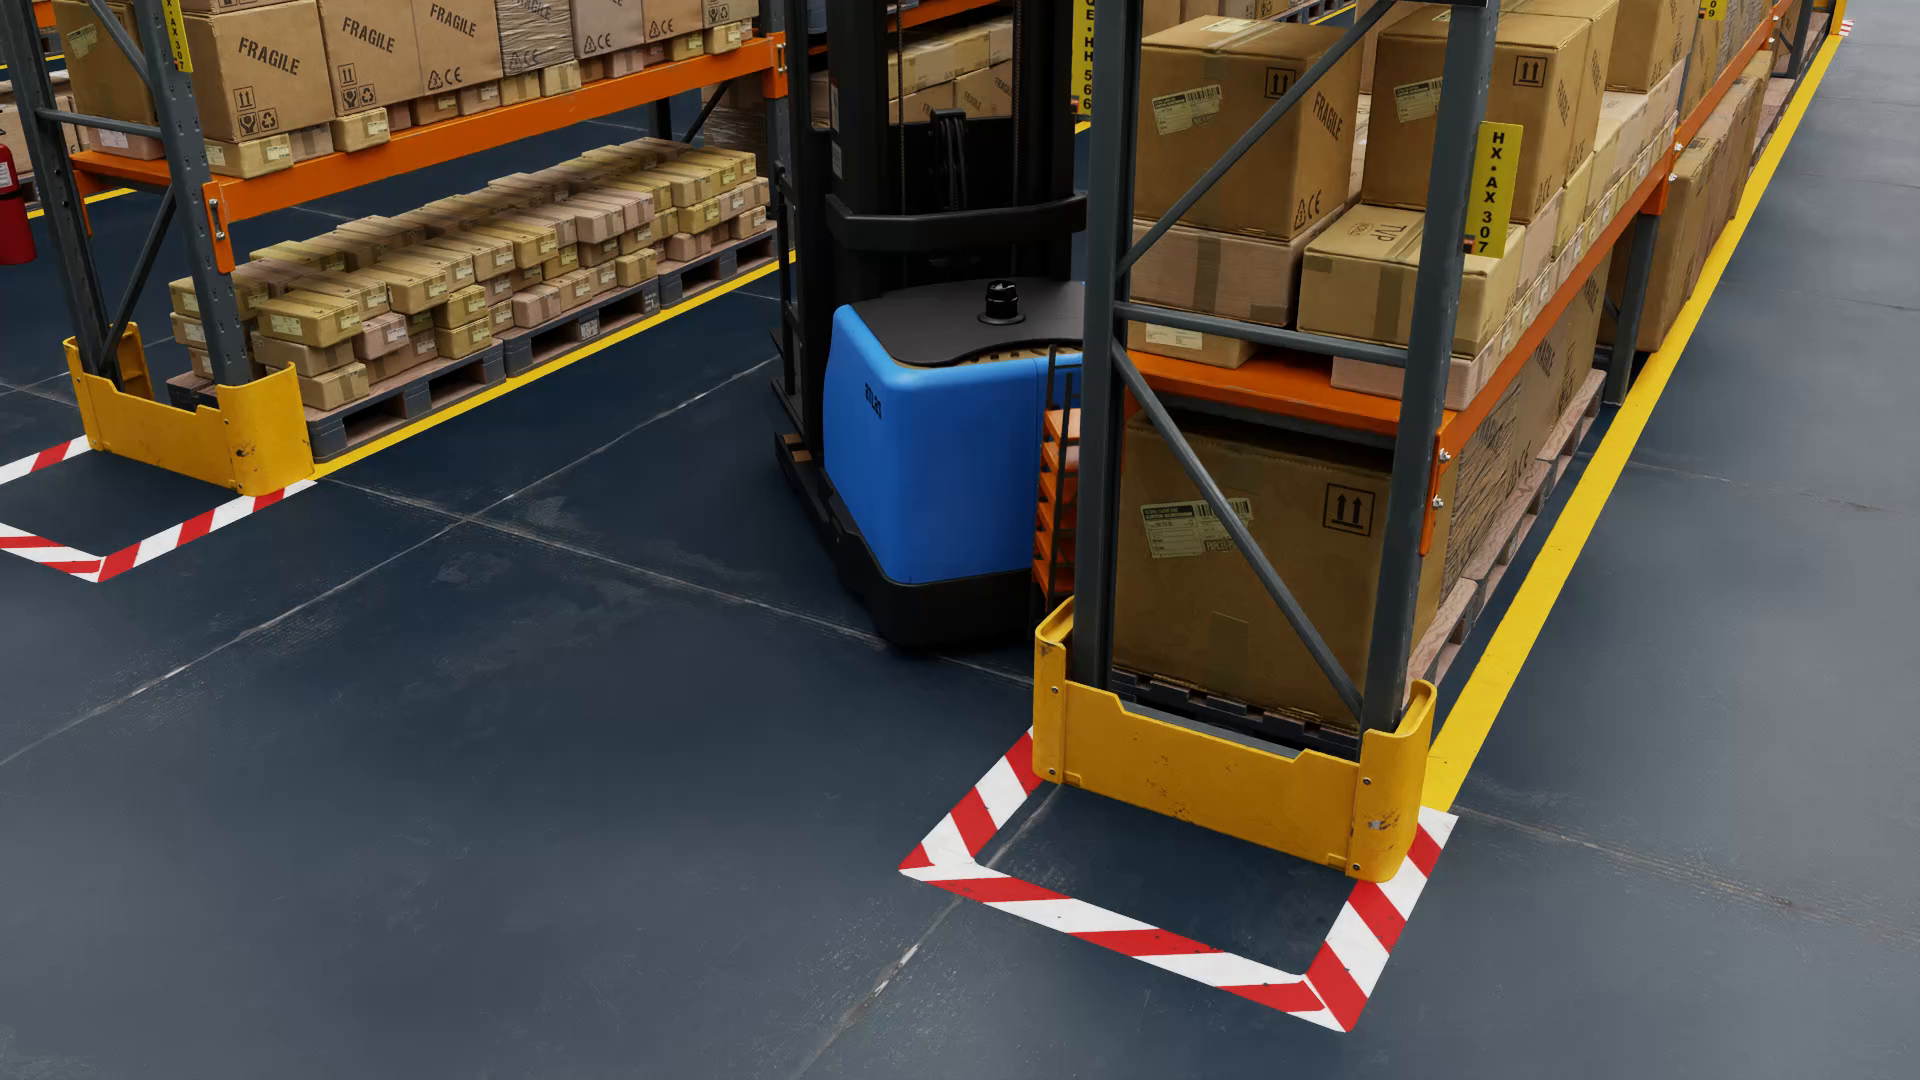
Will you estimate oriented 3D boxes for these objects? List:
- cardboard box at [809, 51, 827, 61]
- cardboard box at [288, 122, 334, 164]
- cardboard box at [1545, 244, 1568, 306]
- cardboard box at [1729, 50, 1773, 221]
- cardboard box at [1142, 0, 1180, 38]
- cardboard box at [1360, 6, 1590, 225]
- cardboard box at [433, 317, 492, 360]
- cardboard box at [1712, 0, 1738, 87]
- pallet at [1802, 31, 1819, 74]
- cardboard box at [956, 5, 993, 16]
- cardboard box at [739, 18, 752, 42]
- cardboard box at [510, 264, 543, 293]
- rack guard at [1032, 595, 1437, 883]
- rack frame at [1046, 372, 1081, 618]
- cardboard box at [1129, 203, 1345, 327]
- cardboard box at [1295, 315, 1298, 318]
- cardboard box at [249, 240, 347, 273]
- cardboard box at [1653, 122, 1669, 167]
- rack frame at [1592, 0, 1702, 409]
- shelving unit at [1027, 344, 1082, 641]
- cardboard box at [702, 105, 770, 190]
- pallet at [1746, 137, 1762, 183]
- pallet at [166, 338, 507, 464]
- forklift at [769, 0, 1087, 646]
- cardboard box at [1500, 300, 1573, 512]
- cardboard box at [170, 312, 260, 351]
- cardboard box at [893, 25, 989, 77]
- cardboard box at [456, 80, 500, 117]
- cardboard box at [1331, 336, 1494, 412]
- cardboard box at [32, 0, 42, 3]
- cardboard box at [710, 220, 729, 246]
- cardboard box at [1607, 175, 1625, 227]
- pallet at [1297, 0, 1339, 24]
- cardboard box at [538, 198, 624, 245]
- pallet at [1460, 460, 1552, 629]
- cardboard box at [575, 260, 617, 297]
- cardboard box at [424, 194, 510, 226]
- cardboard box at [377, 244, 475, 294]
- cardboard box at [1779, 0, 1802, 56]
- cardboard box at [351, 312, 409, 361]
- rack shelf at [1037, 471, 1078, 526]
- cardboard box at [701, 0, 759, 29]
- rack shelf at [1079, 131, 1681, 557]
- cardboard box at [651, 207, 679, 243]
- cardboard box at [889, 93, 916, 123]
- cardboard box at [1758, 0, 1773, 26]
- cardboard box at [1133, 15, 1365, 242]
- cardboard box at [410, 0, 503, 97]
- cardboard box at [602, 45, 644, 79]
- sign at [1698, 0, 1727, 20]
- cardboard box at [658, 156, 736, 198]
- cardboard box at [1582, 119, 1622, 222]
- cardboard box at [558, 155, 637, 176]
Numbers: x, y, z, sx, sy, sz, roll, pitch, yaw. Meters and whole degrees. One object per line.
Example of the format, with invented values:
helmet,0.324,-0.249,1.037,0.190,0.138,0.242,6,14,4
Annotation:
cardboard box,-1.079,-3.188,11.253,0.500,0.250,0.500,16,31,28
cardboard box,-2.924,-1.731,7.137,0.380,0.149,0.250,15,30,28
cardboard box,1.777,-0.903,5.484,0.380,0.149,0.250,14,30,25
cardboard box,4.389,-2.640,10.577,1.225,0.875,0.875,13,29,24
cardboard box,1.283,-4.539,14.511,1.050,0.750,0.750,15,30,27
cardboard box,1.528,-1.273,4.939,0.500,0.500,0.500,13,30,25
cardboard box,-2.526,-1.021,8.154,0.380,0.149,0.250,15,30,27
cardboard box,3.716,-2.668,8.617,0.500,0.500,0.500,13,30,25
pallet,7.613,-4.725,15.954,1.003,0.211,1.213,14,30,26
cardboard box,-0.072,-3.988,12.852,0.500,0.250,0.500,13,29,24
cardboard box,-1.427,-2.964,9.601,0.380,0.149,0.250,14,30,26
cardboard box,-2.383,-1.399,8.576,0.380,0.149,0.250,16,31,29
rack guard,0.799,0.578,5.036,1.175,0.500,0.348,14,30,26
rack frame,0.423,-0.037,5.497,0.240,1.200,0.006,-6,36,-12
cardboard box,0.818,-0.862,4.957,0.500,0.250,0.500,14,30,25
cardboard box,0.951,-0.848,5.373,0.380,0.149,0.250,14,30,26
cardboard box,-3.228,-1.336,8.119,0.380,0.149,0.250,13,30,25
cardboard box,2.787,-1.704,7.083,0.380,0.149,0.250,15,30,27
rack frame,2.779,-2.108,7.610,1.000,3.000,0.127,14,30,26
shelving unit,0.402,-0.089,5.569,0.258,1.200,0.189,-6,36,-12
cardboard box,-1.345,-2.653,11.023,0.500,0.500,0.500,14,30,25
pallet,5.132,-2.724,11.956,1.003,0.211,1.213,14,30,26
pallet,-2.990,-0.772,8.056,1.003,0.211,1.213,14,30,26
forklift,-0.185,-1.578,6.628,1.130,2.935,3.031,-8,28,-15
cardboard box,1.942,-0.755,6.812,0.875,0.875,0.875,14,30,26
cardboard box,-3.447,-0.995,7.770,0.380,0.149,0.250,13,30,25
cardboard box,-0.133,-3.486,11.848,0.500,0.250,0.500,15,30,27
cardboard box,-2.436,-2.145,7.965,0.380,0.149,0.250,14,30,25
cardboard box,1.273,-0.502,4.683,0.380,0.149,0.250,15,30,27
cardboard box,-6.338,-3.697,10.672,0.500,0.500,0.500,14,30,25
cardboard box,-1.587,-1.842,9.794,0.380,0.149,0.250,15,30,28
cardboard box,2.282,-1.304,6.284,0.380,0.149,0.250,14,30,25
pallet,3.487,-5.867,18.234,1.003,0.211,1.213,14,30,26
cardboard box,-2.016,-1.698,8.842,0.380,0.149,0.250,13,29,24
pallet,1.737,-0.104,6.723,1.003,0.211,1.213,14,30,26
cardboard box,-2.082,-1.434,8.980,0.380,0.149,0.250,15,30,27
cardboard box,-2.631,-1.726,8.899,0.380,0.149,0.250,14,30,26
cardboard box,-2.588,-1.308,8.062,0.380,0.149,0.250,13,29,24
cardboard box,7.221,-4.668,15.047,0.500,0.500,0.500,-22,34,-37
cardboard box,-2.793,-0.968,7.717,0.380,0.149,0.250,14,30,26
rack shelf,0.405,-0.151,5.525,0.258,0.103,0.180,-6,36,-12
cardboard box,-1.482,-3.166,9.280,0.500,0.500,0.500,14,30,26
rack shelf,1.795,-1.007,6.214,1.077,0.370,4.000,14,30,26
cardboard box,-1.816,-1.800,9.378,0.380,0.149,0.250,14,30,27
cardboard box,-0.637,-2.746,11.207,0.500,0.500,0.500,16,31,28
cardboard box,4.719,-3.465,10.208,0.500,0.500,0.500,15,30,28
cardboard box,0.822,-1.198,4.790,0.500,0.500,0.500,15,30,27
cardboard box,-2.503,-2.375,7.699,0.500,0.500,0.500,15,30,27
cardboard box,-1.898,-2.541,8.756,0.380,0.149,0.250,13,29,24
sign,3.263,-2.409,7.155,0.100,0.325,0.005,14,30,26
cardboard box,-1.530,-2.114,9.673,0.380,0.149,0.250,15,30,27
cardboard box,2.034,-1.346,5.923,0.500,0.250,0.500,14,30,25
cardboard box,-2.108,-2.126,9.697,0.380,0.149,0.250,14,30,25
